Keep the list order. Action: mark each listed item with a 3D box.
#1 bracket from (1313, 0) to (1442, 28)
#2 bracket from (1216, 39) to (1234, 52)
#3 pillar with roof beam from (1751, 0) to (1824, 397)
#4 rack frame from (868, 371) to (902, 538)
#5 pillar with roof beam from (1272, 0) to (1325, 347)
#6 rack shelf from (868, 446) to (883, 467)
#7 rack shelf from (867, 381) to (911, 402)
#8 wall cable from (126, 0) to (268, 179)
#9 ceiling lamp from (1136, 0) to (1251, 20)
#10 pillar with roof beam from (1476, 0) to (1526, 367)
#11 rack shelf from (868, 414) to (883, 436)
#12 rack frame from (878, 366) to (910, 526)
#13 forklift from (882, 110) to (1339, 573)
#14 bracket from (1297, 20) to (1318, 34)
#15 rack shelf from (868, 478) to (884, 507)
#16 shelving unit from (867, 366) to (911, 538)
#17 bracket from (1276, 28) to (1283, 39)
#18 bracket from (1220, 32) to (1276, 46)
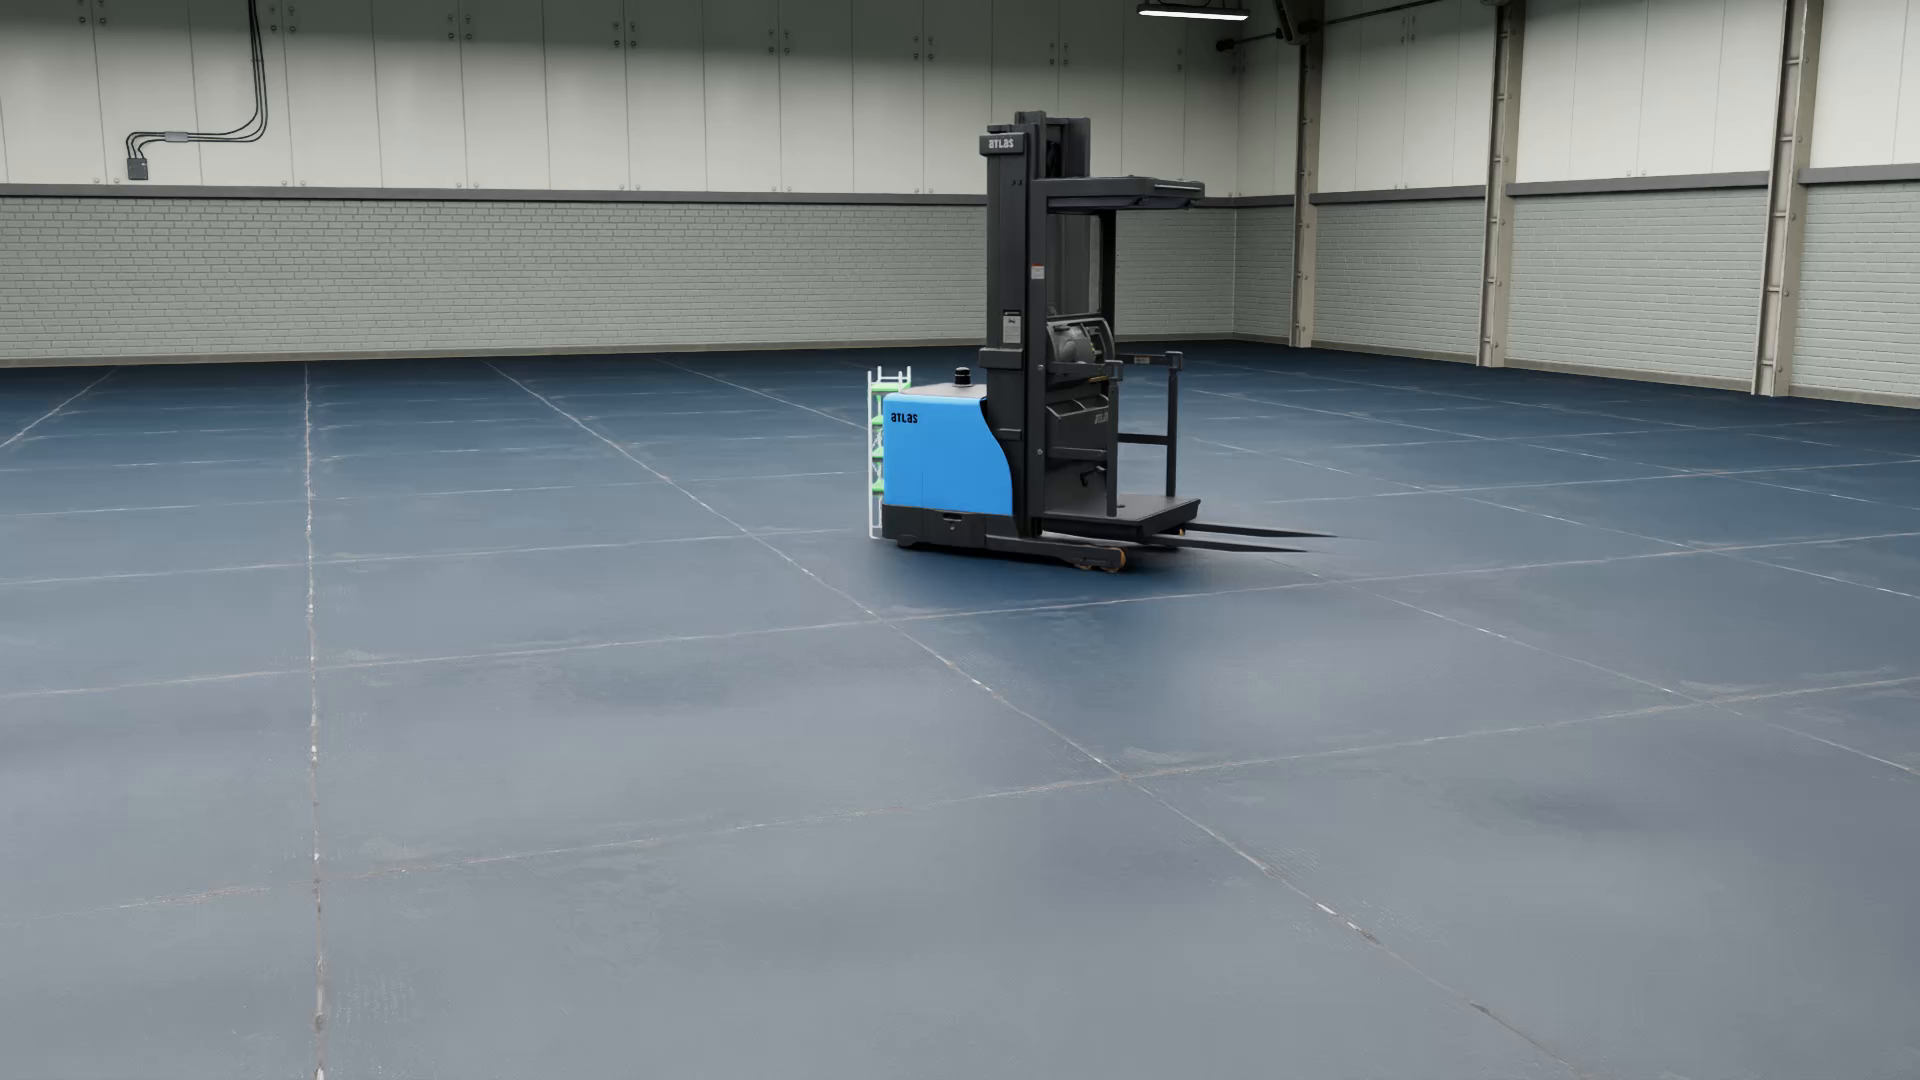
[{"bbox_3d":[7.799,-9.690,30.423,0.076,0.066,4.783,-4,11,-21],"label":"bracket"},{"bbox_3d":[5.706,-10.633,35.723,0.235,0.232,0.430,-4,11,-21],"label":"bracket"},{"bbox_3d":[7.382,-6.197,21.062,9.100,9.000,0.400,-4,11,-21],"label":"pillar with roof beam"},{"bbox_3d":[-0.531,-0.603,11.882,0.240,1.200,0.015,1,10,5],"label":"rack frame"},{"bbox_3d":[3.034,-8.156,32.074,9.100,9.000,0.548,-4,11,-21],"label":"pillar with roof beam"},{"bbox_3d":[-0.508,-0.582,12.133,0.258,0.148,0.480,1,10,5],"label":"rack shelf"},{"bbox_3d":[-0.508,-1.055,12.049,0.258,0.148,0.480,1,10,5],"label":"rack shelf"},{"bbox_3d":[-13.294,-9.269,28.621,2.305,6.003,0.169,-4,11,-21],"label":"wall cable"},{"bbox_3d":[3.823,-10.357,27.783,2.000,3.185,0.800,-4,11,-21],"label":"ceiling lamp"},{"bbox_3d":[5.208,-7.176,26.568,9.100,9.000,0.548,-4,11,-21],"label":"pillar with roof beam"},{"bbox_3d":[-0.508,-0.819,12.091,0.258,0.148,0.480,1,10,5],"label":"rack shelf"},{"bbox_3d":[-0.486,-0.688,12.361,0.240,1.200,0.015,1,10,5],"label":"rack frame"},{"bbox_3d":[0.989,-1.338,11.075,3.031,2.935,1.130,6,12,29],"label":"forklift"},{"bbox_3d":[6.866,-10.111,32.787,0.235,0.232,0.430,-4,11,-21],"label":"bracket"},{"bbox_3d":[-0.508,-0.346,12.175,0.258,0.148,0.480,1,10,5],"label":"rack shelf"},{"bbox_3d":[-0.508,-0.645,12.121,0.258,1.200,0.503,1,10,5],"label":"shelving unit"},{"bbox_3d":[6.565,-10.246,33.549,0.235,0.232,0.430,-4,11,-21],"label":"bracket"},{"bbox_3d":[5.920,-10.537,35.181,0.076,0.066,3.189,-4,11,-21],"label":"bracket"}]
